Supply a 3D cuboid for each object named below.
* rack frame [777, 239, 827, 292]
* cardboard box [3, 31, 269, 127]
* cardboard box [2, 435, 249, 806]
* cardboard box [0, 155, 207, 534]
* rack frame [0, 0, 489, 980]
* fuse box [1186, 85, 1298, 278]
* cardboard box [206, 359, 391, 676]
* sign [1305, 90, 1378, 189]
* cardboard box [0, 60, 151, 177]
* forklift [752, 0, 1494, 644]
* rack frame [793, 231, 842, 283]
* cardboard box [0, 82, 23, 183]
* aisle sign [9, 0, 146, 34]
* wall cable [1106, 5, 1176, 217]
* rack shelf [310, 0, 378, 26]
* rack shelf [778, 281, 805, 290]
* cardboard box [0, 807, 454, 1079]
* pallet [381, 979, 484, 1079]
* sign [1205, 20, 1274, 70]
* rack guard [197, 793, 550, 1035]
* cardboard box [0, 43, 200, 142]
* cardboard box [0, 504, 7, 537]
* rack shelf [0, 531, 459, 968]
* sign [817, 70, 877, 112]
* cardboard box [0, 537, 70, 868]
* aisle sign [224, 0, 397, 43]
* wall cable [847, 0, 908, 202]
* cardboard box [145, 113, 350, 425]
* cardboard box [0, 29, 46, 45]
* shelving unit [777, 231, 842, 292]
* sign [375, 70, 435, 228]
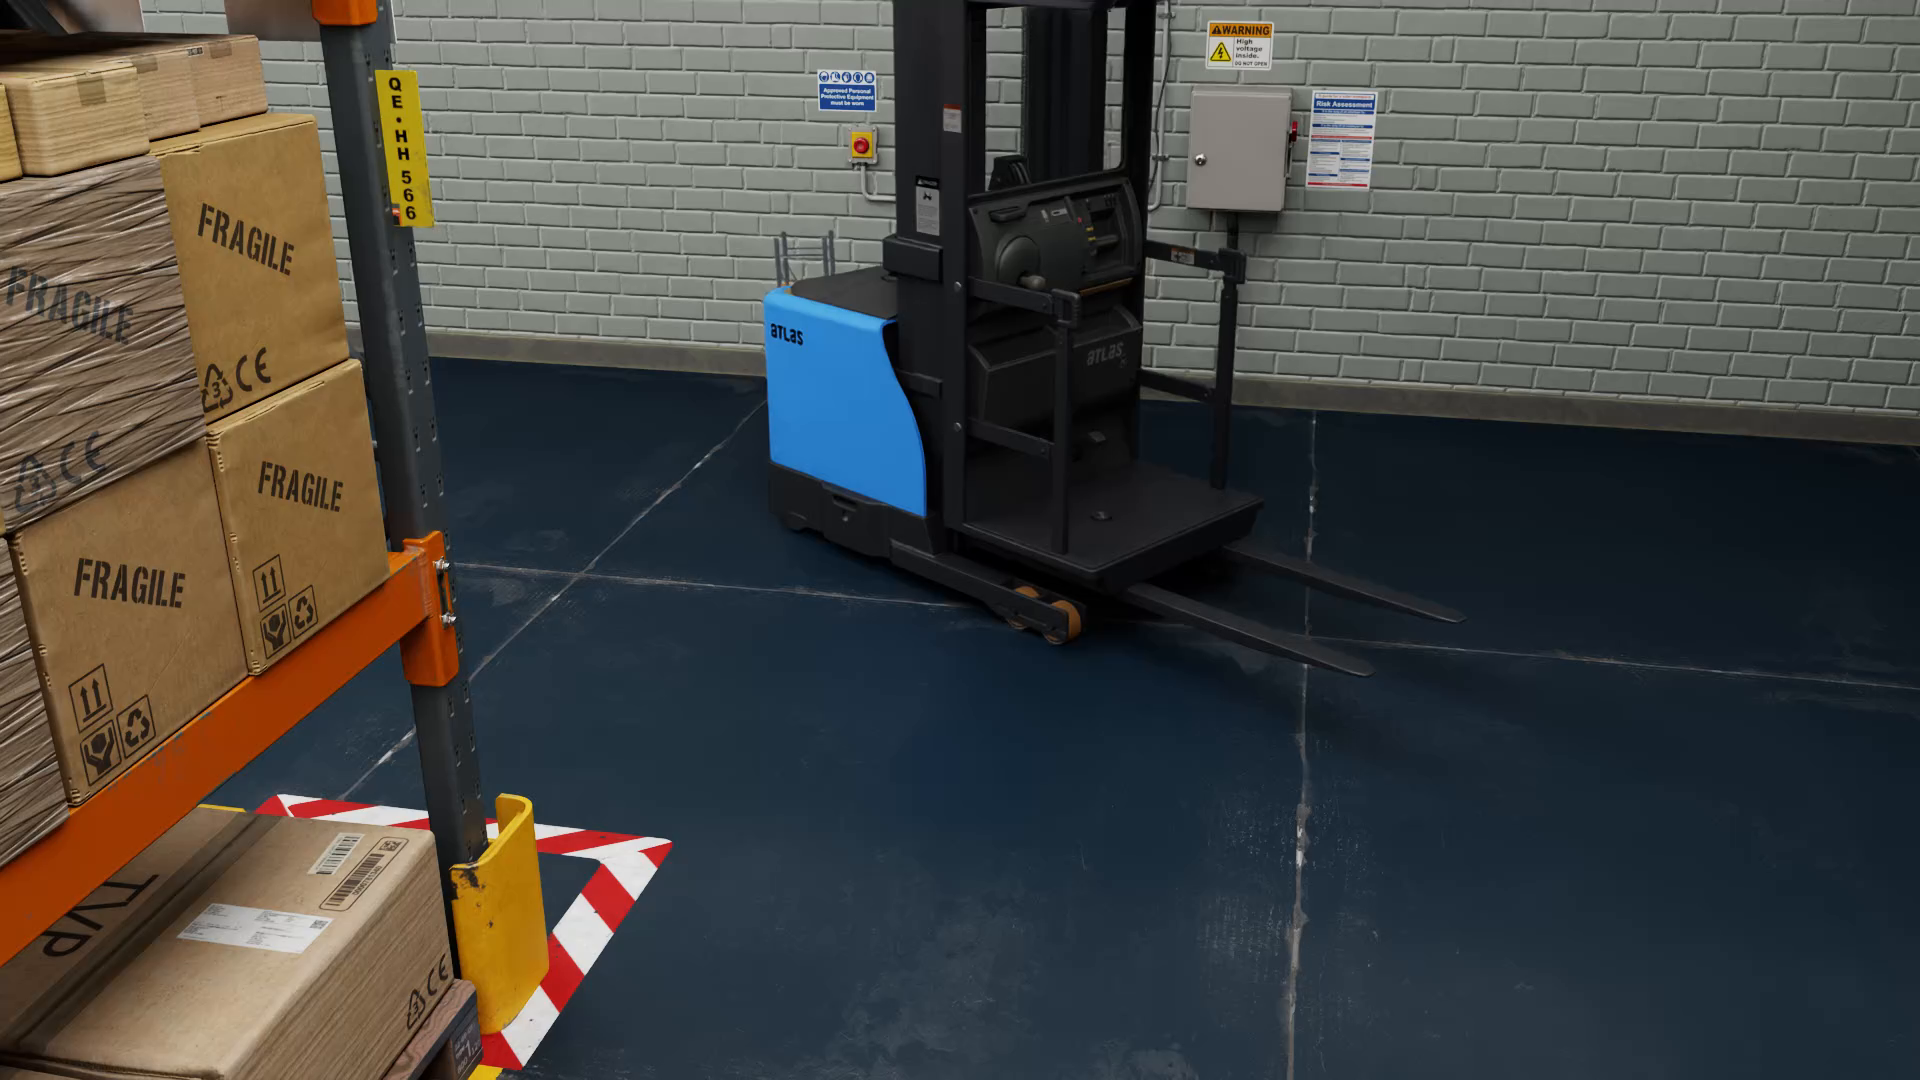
[{"bbox_3d":[-0.714,-0.793,7.717,0.240,1.200,0.006,7,23,17],"label":"rack frame"},{"bbox_3d":[-1.584,-0.891,3.210,0.380,0.149,0.250,5,22,12],"label":"cardboard box"},{"bbox_3d":[-1.664,0.106,2.940,0.500,0.500,0.500,4,22,10],"label":"cardboard box"},{"bbox_3d":[-1.650,-0.349,2.732,0.500,0.500,0.500,5,22,11],"label":"cardboard box"},{"bbox_3d":[-1.707,-0.226,3.900,1.000,3.000,0.127,4,22,11],"label":"rack frame"},{"bbox_3d":[1.447,-1.479,8.736,0.539,1.711,0.414,4,22,11],"label":"fuse box"},{"bbox_3d":[-1.547,-0.076,3.393,0.500,0.500,0.500,5,22,11],"label":"cardboard box"},{"bbox_3d":[1.973,-2.071,8.607,0.329,0.494,0.001,4,22,11],"label":"sign"},{"bbox_3d":[-1.583,-0.695,2.724,0.380,0.149,0.250,4,22,10],"label":"cardboard box"},{"bbox_3d":[0.609,-1.212,6.439,3.031,2.935,1.130,14,26,32],"label":"forklift"},{"bbox_3d":[-0.658,-0.858,7.878,0.240,1.200,0.006,7,23,17],"label":"rack frame"},{"bbox_3d":[-1.675,-0.606,2.503,0.380,0.149,0.250,5,22,12],"label":"cardboard box"},{"bbox_3d":[-1.976,-1.481,3.535,0.394,0.787,0.004,4,22,11],"label":"aisle sign"},{"bbox_3d":[0.811,-2.658,8.577,0.588,1.984,0.122,4,22,11],"label":"wall cable"},{"bbox_3d":[-2.115,-0.553,1.658,1.077,0.370,4.000,4,22,11],"label":"rack shelf"},{"bbox_3d":[-0.687,-1.119,7.680,0.258,0.103,0.180,7,23,17],"label":"rack shelf"},{"bbox_3d":[-1.744,1.016,3.682,0.875,0.438,0.875,4,22,9],"label":"cardboard box"},{"bbox_3d":[-1.794,1.366,3.680,1.003,0.211,1.213,4,22,11],"label":"pallet"},{"bbox_3d":[1.435,-2.540,8.539,0.339,0.242,0.001,4,22,11],"label":"sign"},{"bbox_3d":[-1.702,0.924,4.389,1.175,0.500,0.348,4,22,11],"label":"rack guard"},{"bbox_3d":[-1.613,-0.796,2.975,0.380,0.149,0.250,5,22,12],"label":"cardboard box"},{"bbox_3d":[-1.755,-0.168,2.283,0.500,0.500,0.500,4,22,11],"label":"cardboard box"},{"bbox_3d":[-2.115,0.839,2.218,1.077,0.370,4.000,4,22,11],"label":"rack shelf"},{"bbox_3d":[-0.614,-2.442,9.039,0.327,0.218,0.001,4,22,11],"label":"sign"},{"bbox_3d":[-1.759,0.295,2.472,0.500,0.500,0.500,5,22,12],"label":"cardboard box"},{"bbox_3d":[-1.389,-1.435,3.421,0.394,0.787,0.004,4,22,11],"label":"aisle sign"},{"bbox_3d":[-0.580,-2.776,8.829,0.585,1.953,0.123,4,22,11],"label":"wall cable"},{"bbox_3d":[-1.573,-0.542,3.212,0.500,0.500,0.500,5,23,13],"label":"cardboard box"},{"bbox_3d":[-2.051,-0.929,3.304,0.380,0.149,0.250,5,22,12],"label":"cardboard box"},{"bbox_3d":[-0.686,-0.826,7.797,0.258,1.200,0.189,7,23,17],"label":"shelving unit"},{"bbox_3d":[-1.179,-0.827,3.524,0.100,0.325,0.005,4,22,11],"label":"sign"}]
